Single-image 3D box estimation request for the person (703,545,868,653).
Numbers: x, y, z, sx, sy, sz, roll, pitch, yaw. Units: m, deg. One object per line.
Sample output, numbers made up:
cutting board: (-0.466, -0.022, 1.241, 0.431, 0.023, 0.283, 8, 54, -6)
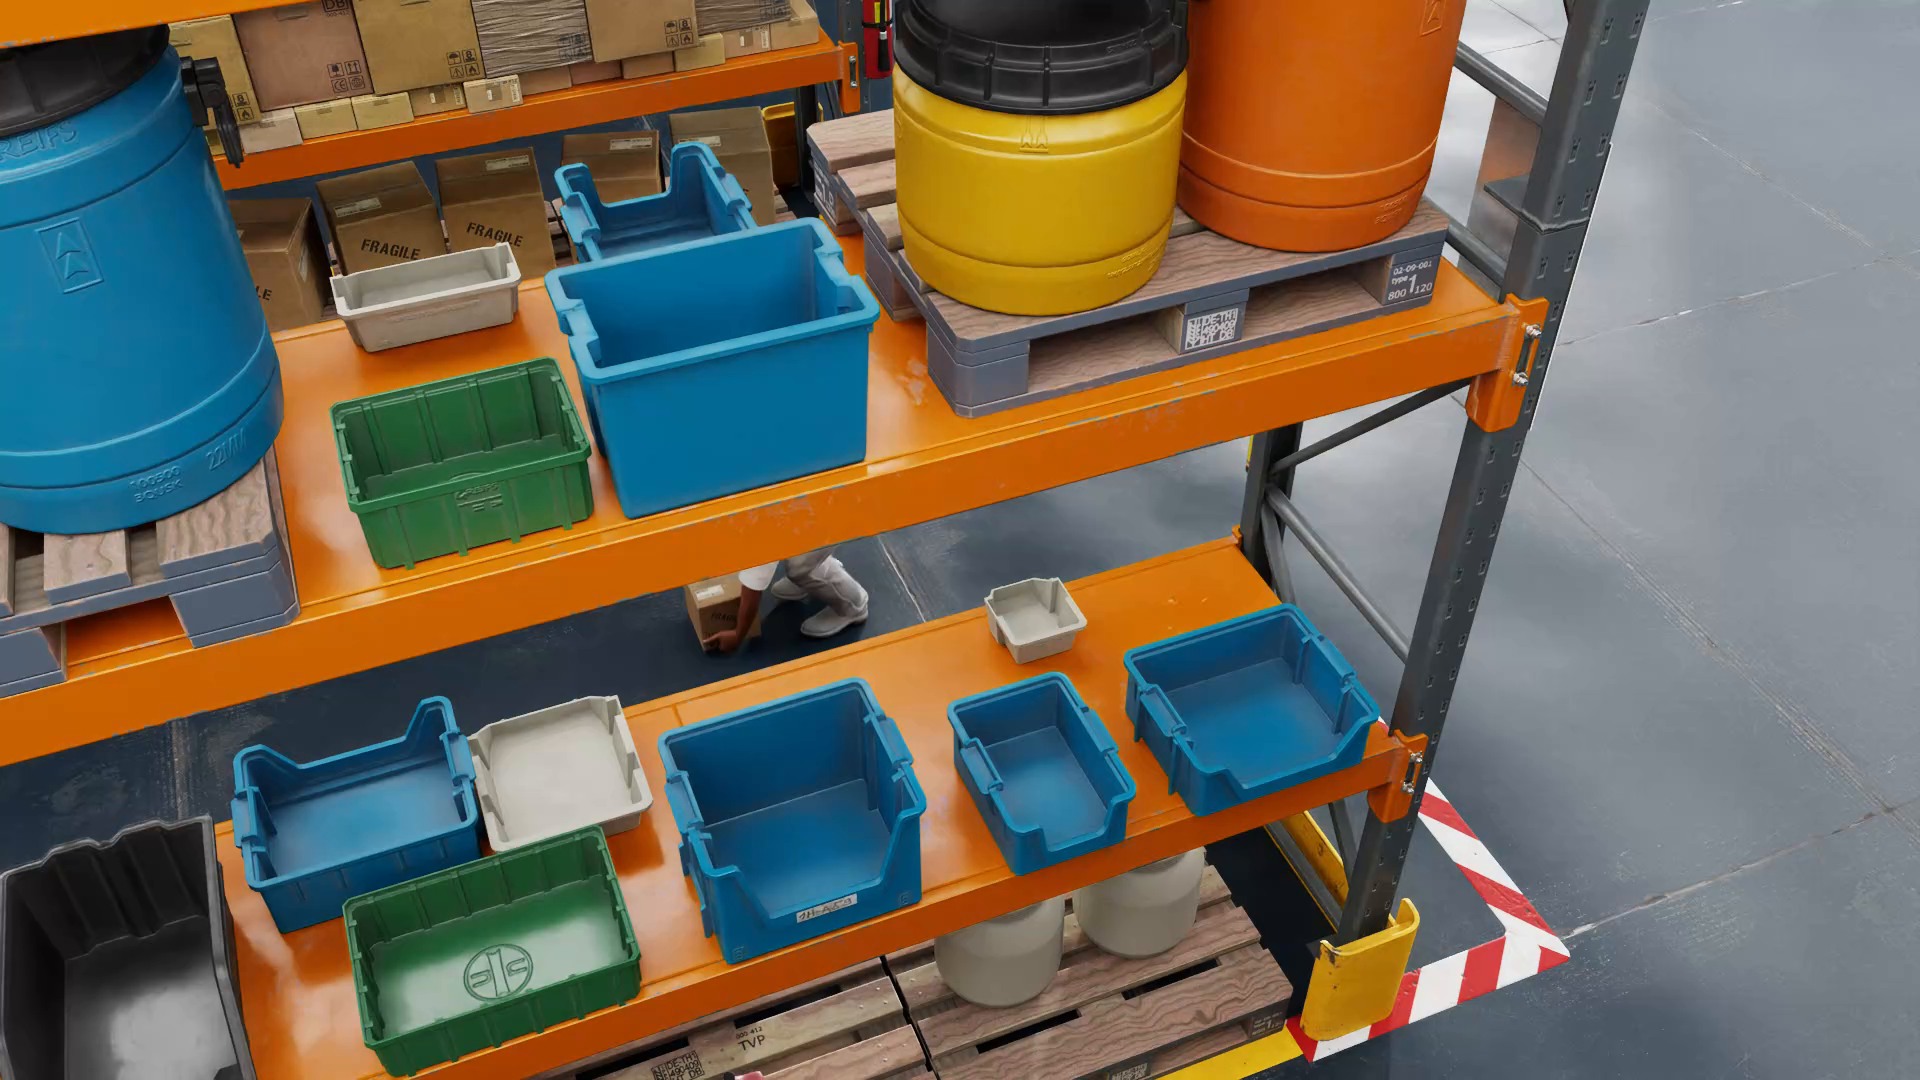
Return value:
person: (-0.733, -0.028, 6.795, 0.975, 0.939, 0.499, -17, 44, -19)
